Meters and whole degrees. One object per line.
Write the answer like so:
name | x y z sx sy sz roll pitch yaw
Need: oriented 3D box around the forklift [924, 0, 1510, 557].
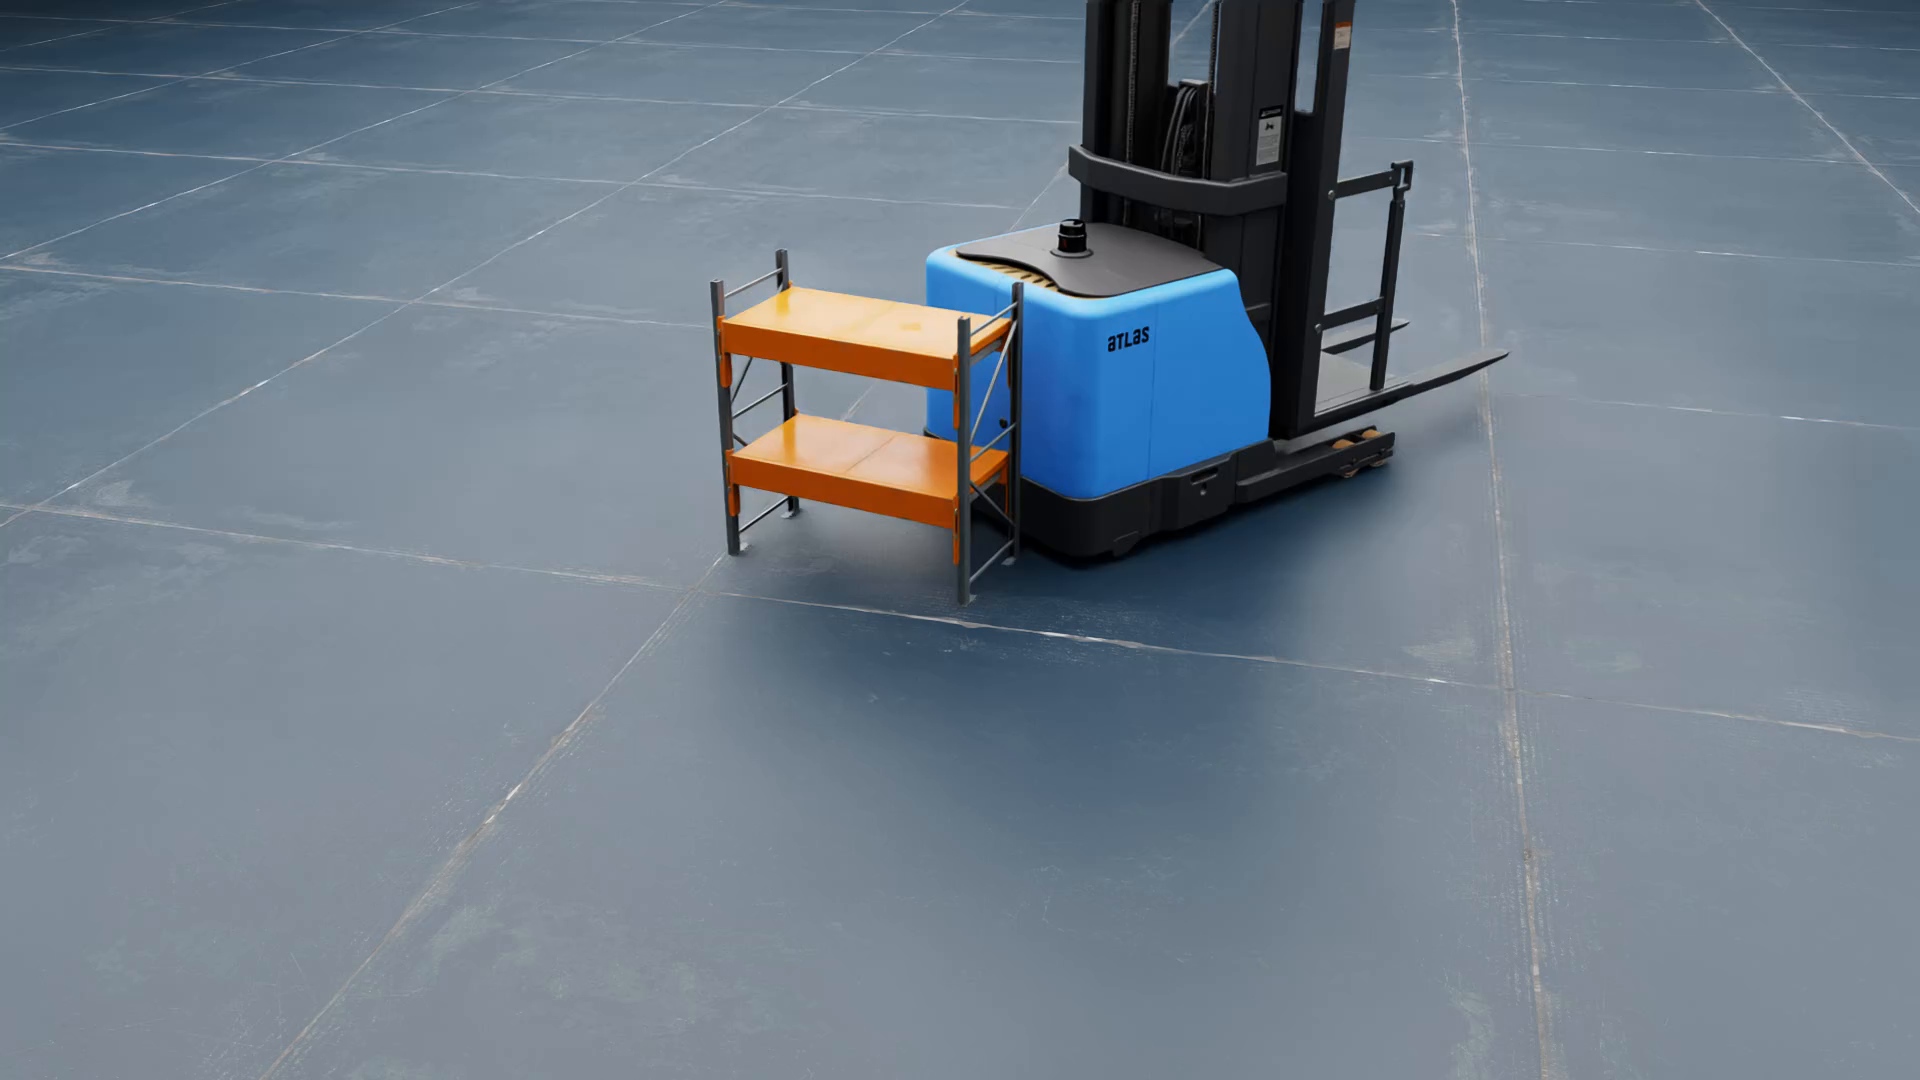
forklift | 1.315 -1.756 7.028 3.031 2.935 1.130 -19 31 -34

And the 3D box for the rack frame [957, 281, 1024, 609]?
rack frame | 0.114 -0.350 6.177 0.032 1.125 0.500 12 28 23

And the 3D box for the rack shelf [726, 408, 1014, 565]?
rack shelf | -0.343 -0.225 6.483 1.000 0.278 0.538 12 28 23

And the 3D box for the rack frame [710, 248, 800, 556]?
rack frame | -0.800 -0.542 6.579 0.032 1.125 0.500 12 28 23

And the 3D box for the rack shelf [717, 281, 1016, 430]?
rack shelf | -0.343 -0.710 6.252 1.000 0.278 0.538 12 28 23

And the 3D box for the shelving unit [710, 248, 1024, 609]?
shelving unit | -0.343 -0.446 6.378 1.048 1.125 0.538 12 28 23
